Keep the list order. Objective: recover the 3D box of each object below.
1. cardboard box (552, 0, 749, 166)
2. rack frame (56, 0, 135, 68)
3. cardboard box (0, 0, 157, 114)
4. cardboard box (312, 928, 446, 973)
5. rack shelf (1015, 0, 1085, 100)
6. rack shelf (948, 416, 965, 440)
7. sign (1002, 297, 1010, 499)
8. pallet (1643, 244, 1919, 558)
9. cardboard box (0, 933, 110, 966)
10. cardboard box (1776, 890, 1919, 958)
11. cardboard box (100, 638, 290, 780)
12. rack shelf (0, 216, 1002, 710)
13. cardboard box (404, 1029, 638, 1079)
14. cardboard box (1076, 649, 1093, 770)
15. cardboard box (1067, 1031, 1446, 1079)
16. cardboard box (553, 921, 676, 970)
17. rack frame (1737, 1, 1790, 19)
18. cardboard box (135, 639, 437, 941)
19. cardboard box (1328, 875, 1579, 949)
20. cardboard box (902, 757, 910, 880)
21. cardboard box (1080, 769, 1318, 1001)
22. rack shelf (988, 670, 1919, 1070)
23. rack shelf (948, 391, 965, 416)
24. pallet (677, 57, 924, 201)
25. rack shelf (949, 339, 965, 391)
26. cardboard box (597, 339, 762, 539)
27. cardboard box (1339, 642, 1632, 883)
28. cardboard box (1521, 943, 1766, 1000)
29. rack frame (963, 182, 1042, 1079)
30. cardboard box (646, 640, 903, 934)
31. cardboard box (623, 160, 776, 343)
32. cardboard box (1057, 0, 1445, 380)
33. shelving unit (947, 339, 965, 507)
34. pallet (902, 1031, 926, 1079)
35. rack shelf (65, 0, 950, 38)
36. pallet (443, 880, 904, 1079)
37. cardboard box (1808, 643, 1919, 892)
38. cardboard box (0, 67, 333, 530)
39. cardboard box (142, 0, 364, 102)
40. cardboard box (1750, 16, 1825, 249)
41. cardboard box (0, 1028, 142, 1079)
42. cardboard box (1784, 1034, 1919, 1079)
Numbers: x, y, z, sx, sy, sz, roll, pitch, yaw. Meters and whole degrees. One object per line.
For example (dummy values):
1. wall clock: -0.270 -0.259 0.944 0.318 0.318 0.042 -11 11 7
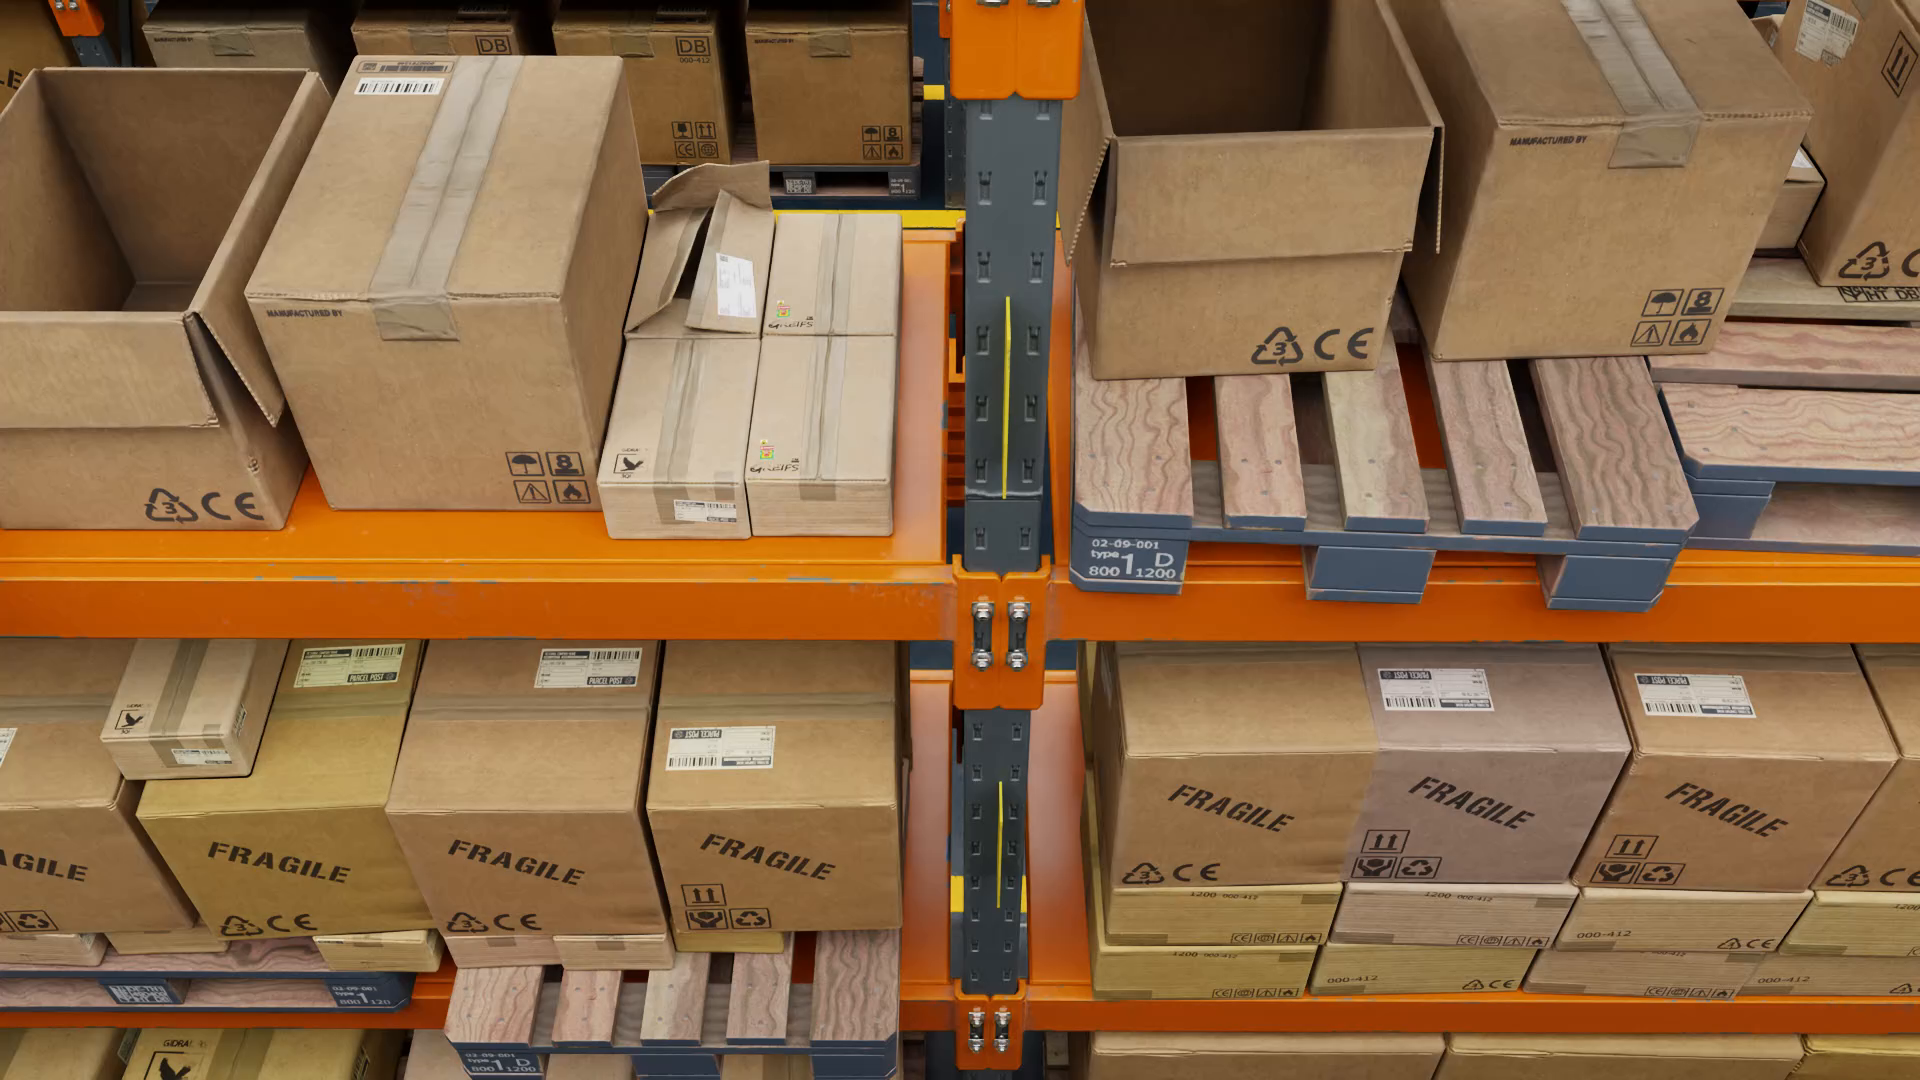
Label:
1. cardboard box: -1.492 -2.476 8.255 0.750 0.750 1.050 1 47 1
2. rack frame: -4.010 -3.043 7.533 0.127 3.000 1.000 0 47 0
3. cardboard box: -4.638 -2.515 8.206 0.875 0.875 0.875 1 47 1
4. cardboard box: -1.303 0.793 3.848 0.250 0.149 0.380 1 47 1
5. rack shelf: 2.073 -1.065 2.359 4.000 0.370 1.077 0 47 0
6. rack shelf: -0.014 -0.460 6.256 0.180 0.103 0.258 0 47 0
7. sign: 0.069 -0.209 2.493 0.005 0.325 0.100 0 47 0
8. pallet: 1.835 -0.402 3.155 1.213 0.211 1.003 2 47 2
9. cardboard box: -2.072 0.780 3.859 0.250 0.149 0.380 2 47 2
10. cardboard box: 2.101 0.678 3.830 0.500 0.250 0.500 1 47 1
11. cardboard box: -1.564 0.294 3.425 0.250 0.149 0.380 -2 47 -2
12. rack shelf: -1.927 -0.191 3.320 4.000 0.370 1.077 0 47 0
13. cardboard box: -1.230 1.339 4.963 0.625 0.372 0.950 -1 47 -1
14. cardboard box: 0.580 0.454 4.381 0.500 0.250 0.500 -1 47 -1
15. cardboard box: 0.763 1.235 4.716 0.875 0.875 0.875 0 47 0
16. cardboard box: -0.776 0.790 3.850 0.250 0.149 0.380 0 47 0
17. rack frame: 3.990 -3.021 7.513 0.127 3.000 1.000 0 47 0
18. cardboard box: -1.404 0.522 3.657 0.500 0.500 0.500 -3 47 -3
19. cardboard box: 1.096 0.657 3.850 0.500 0.250 0.500 1 47 1
20. cardboard box: -0.256 0.706 3.929 0.250 0.149 0.380 2 47 2
21. cardboard box: 0.561 0.828 4.032 0.500 0.250 0.500 -1 47 -1
22. rack shelf: 2.073 0.842 4.408 4.000 0.370 1.077 0 47 0
23. rack shelf: -0.014 -0.542 6.168 0.180 0.103 0.258 0 47 0
24. pallet: -0.798 -2.139 8.597 1.213 0.211 1.003 0 47 0
25. rack shelf: -0.014 -0.624 6.080 0.180 0.103 0.258 0 47 0
26. cardboard box: -0.491 -0.187 2.997 0.250 0.149 0.380 0 47 0
27. cardboard box: 1.061 0.392 3.585 0.500 0.500 0.500 0 47 0
28. cardboard box: 1.600 0.822 4.038 0.500 0.250 0.500 2 47 1
29. rack frame: 0.073 0.592 4.150 0.127 3.000 1.000 0 47 0
30. cardboard box: -0.383 0.515 3.663 0.500 0.500 0.500 -1 47 -1
31. cardboard box: -0.497 -0.511 3.219 0.258 0.266 0.396 0 47 0
32. cardboard box: 0.451 -0.718 2.962 0.637 0.503 0.797 -2 47 -2
33. shelving unit: -0.014 -0.409 6.311 0.189 1.200 0.258 0 47 0
34. pallet: -0.708 1.539 5.174 1.213 0.211 1.003 0 47 0
35. rack shelf: -2.010 -2.792 7.791 4.000 0.370 1.077 0 47 0
36. pallet: -0.640 0.733 4.149 1.003 0.211 1.213 0 47 0
37. cardboard box: 2.083 0.408 3.569 0.500 0.500 0.500 1 47 1
38. cardboard box: -1.452 -0.449 2.999 0.637 0.503 0.797 0 47 0
39. cardboard box: -3.389 -2.484 8.262 0.750 0.750 1.050 0 47 0
40. cardboard box: 1.452 -0.780 3.182 0.258 0.266 0.396 -1 47 -1
41. cardboard box: -2.684 1.332 4.969 0.625 0.372 0.950 3 47 3
42. cardboard box: 2.549 1.244 4.708 0.875 0.875 0.875 1 47 1
